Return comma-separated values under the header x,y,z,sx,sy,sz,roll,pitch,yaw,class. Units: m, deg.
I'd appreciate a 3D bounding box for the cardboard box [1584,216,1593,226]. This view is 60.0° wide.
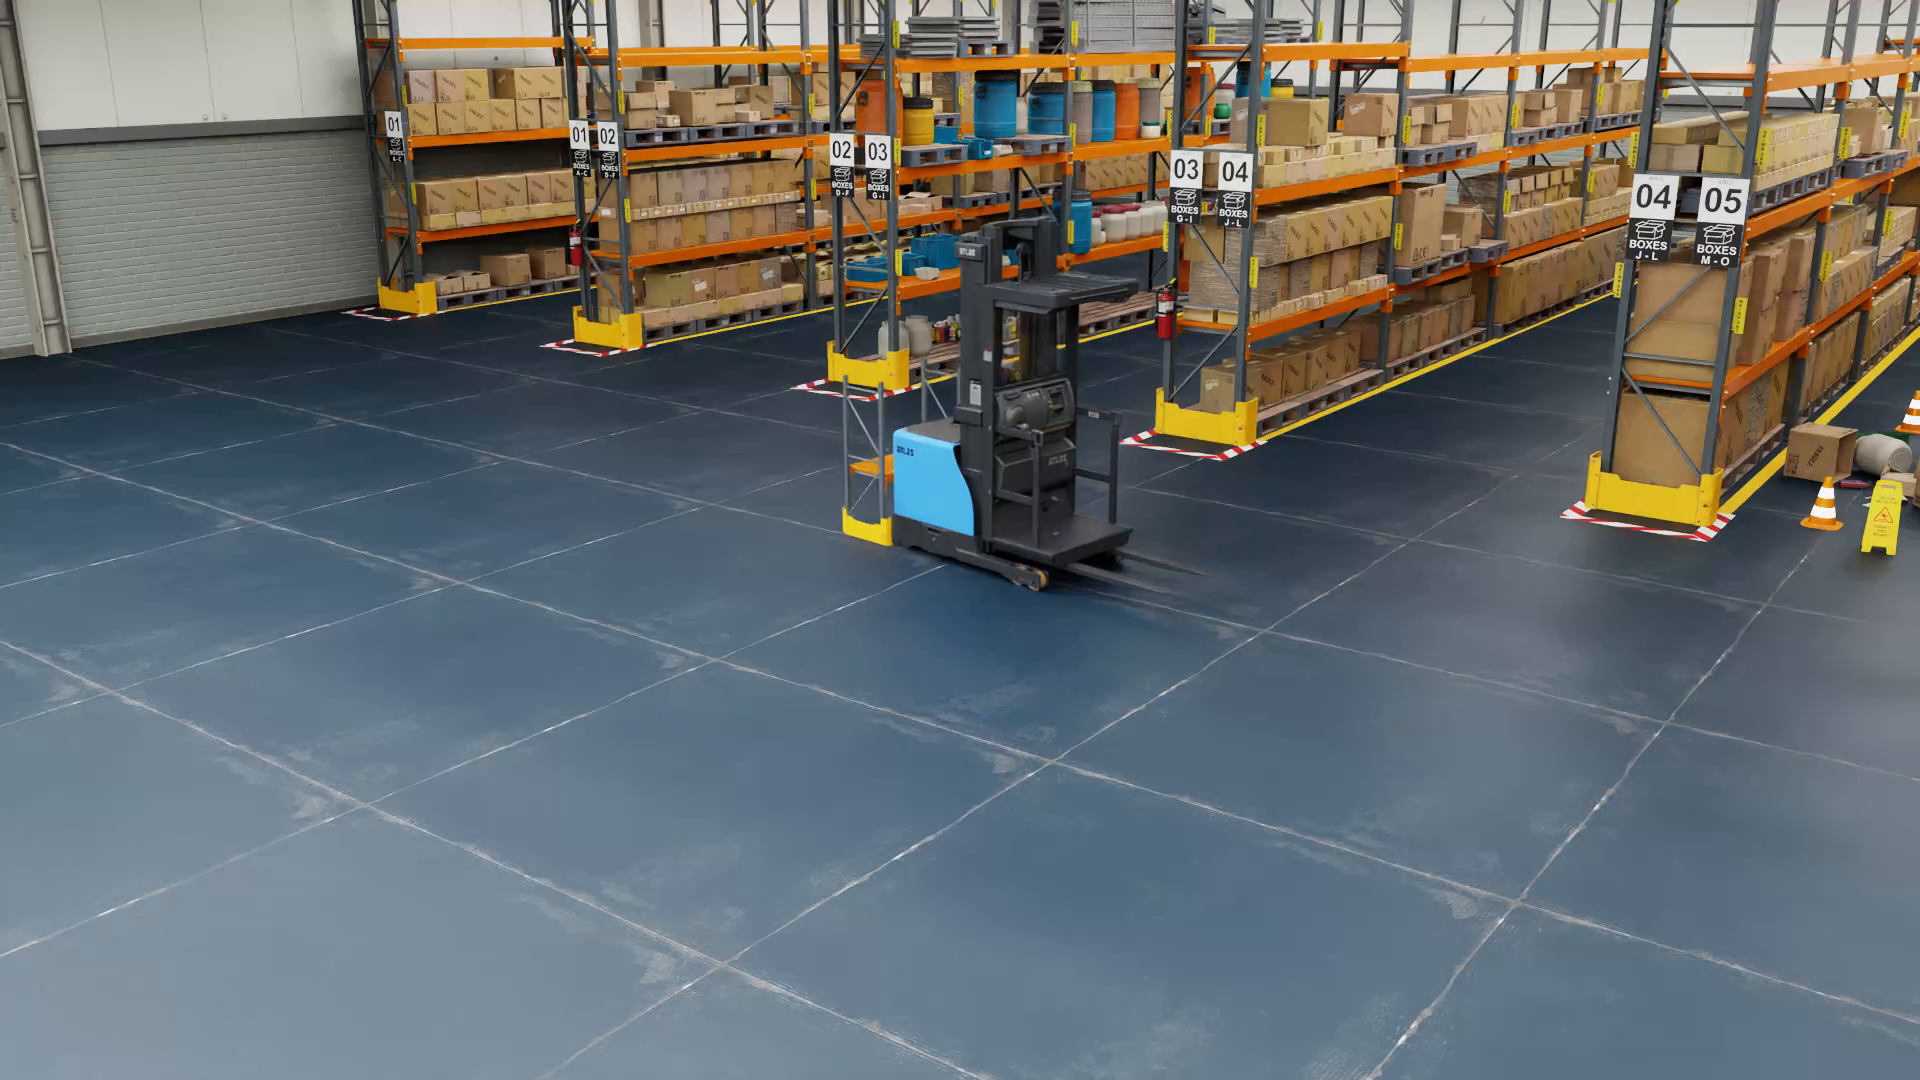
x,y,z,sx,sy,sz,roll,pitch,yaw,class
10.356,-5.350,27.845,0.380,0.149,0.250,12,21,35,cardboard box

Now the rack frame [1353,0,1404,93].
x,y,z,sx,sy,sz,roll,pitch,yaw,class
8.318,-10.152,32.766,1.000,3.000,0.127,12,21,35,rack frame

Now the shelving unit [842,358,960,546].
x,y,z,sx,sy,sz,roll,pitch,yaw,class
-0.513,-0.838,15.421,0.587,1.500,1.083,16,23,41,shelving unit

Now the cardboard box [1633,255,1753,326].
x,y,z,sx,sy,sz,roll,pitch,yaw,class
6.938,-2.369,15.746,0.875,0.550,0.550,12,21,35,cardboard box

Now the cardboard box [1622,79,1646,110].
x,y,z,sx,sy,sz,roll,pitch,yaw,class
12.029,-8.006,29.871,0.700,0.500,0.500,11,20,31,cardboard box

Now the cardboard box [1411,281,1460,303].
x,y,z,sx,sy,sz,roll,pitch,yaw,class
6.846,-3.587,23.952,0.500,0.250,0.500,16,23,41,cardboard box

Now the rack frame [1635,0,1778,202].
x,y,z,sx,sy,sz,roll,pitch,yaw,class
6.686,-4.565,14.776,1.000,3.000,0.127,12,21,35,rack frame

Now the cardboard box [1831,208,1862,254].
x,y,z,sx,sy,sz,roll,pitch,yaw,class
10.876,-3.905,20.911,0.700,0.500,0.500,12,21,34,cardboard box

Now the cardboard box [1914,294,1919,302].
x,y,z,sx,sy,sz,roll,pitch,yaw,class
14.849,-3.835,26.138,0.380,0.149,0.250,14,22,37,cardboard box

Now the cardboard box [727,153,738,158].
x,y,z,sx,sy,sz,roll,pitch,yaw,class
-4.587,-7.612,32.700,0.380,0.149,0.250,9,20,28,cardboard box

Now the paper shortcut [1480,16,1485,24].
x,y,z,sx,sy,sz,roll,pitch,yaw,class
7.894,-7.845,25.103,0.009,0.170,0.078,24,-4,30,paper shortcut

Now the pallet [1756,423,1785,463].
x,y,z,sx,sy,sz,roll,pitch,yaw,class
8.553,-1.154,18.609,1.003,0.211,1.213,12,21,35,pallet

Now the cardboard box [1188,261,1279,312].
x,y,z,sx,sy,sz,roll,pitch,yaw,class
3.112,-2.916,18.913,0.875,0.500,0.500,12,21,35,cardboard box

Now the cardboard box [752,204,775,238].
x,y,z,sx,sy,sz,roll,pitch,yaw,class
-3.376,-5.119,26.507,0.700,0.500,0.500,12,21,34,cardboard box

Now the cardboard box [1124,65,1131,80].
x,y,z,sx,sy,sz,roll,pitch,yaw,class
3.098,-9.650,34.356,0.700,0.500,0.500,12,21,35,cardboard box

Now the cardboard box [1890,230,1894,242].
x,y,z,sx,sy,sz,roll,pitch,yaw,class
12.668,-4.215,22.978,0.380,0.149,0.250,12,21,34,cardboard box

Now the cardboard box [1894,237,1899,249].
x,y,z,sx,sy,sz,roll,pitch,yaw,class
12.984,-4.198,23.427,0.380,0.149,0.250,14,22,37,cardboard box

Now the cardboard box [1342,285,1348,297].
x,y,z,sx,sy,sz,roll,pitch,yaw,class
4.586,-3.108,20.623,0.380,0.149,0.250,12,21,35,cardboard box

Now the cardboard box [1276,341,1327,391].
x,y,z,sx,sy,sz,roll,pitch,yaw,class
4.233,-2.172,20.694,0.500,0.500,0.500,10,20,30,cardboard box

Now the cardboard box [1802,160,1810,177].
x,y,z,sx,sy,sz,roll,pitch,yaw,class
8.351,-3.766,16.810,0.380,0.149,0.250,12,21,34,cardboard box

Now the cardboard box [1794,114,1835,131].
x,y,z,sx,sy,sz,roll,pitch,yaw,class
8.956,-4.391,17.475,0.380,0.149,0.250,12,21,34,cardboard box

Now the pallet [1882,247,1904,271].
x,y,z,sx,sy,sz,roll,pitch,yaw,class
12.599,-3.992,23.372,1.003,0.211,1.213,12,21,35,pallet

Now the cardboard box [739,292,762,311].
x,y,z,sx,sy,sz,roll,pitch,yaw,class
-3.501,-3.804,26.369,0.500,0.250,0.500,12,21,35,cardboard box

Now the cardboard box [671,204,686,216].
x,y,z,sx,sy,sz,roll,pitch,yaw,class
-4.327,-4.947,24.860,0.380,0.149,0.250,12,21,34,cardboard box

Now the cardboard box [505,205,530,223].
x,y,z,sx,sy,sz,roll,pitch,yaw,class
-7.717,-5.591,28.415,0.500,0.250,0.500,13,21,35,cardboard box

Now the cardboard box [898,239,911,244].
x,y,z,sx,sy,sz,roll,pitch,yaw,class
-0.972,-5.340,30.369,0.500,0.311,0.500,13,22,37,cardboard box

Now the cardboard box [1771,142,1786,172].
x,y,z,sx,sy,sz,roll,pitch,yaw,class
7.481,-3.642,15.736,0.500,0.250,0.500,12,21,34,cardboard box

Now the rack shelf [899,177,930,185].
x,y,z,sx,sy,sz,roll,pitch,yaw,class
-0.830,-8.217,37.866,1.077,0.370,4.000,12,21,35,rack shelf

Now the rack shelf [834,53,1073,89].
x,y,z,sx,sy,sz,roll,pitch,yaw,class
-0.024,-6.282,22.195,1.077,0.370,4.000,12,21,35,rack shelf

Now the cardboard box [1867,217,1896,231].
x,y,z,sx,sy,sz,roll,pitch,yaw,class
12.665,-4.359,22.942,0.380,0.149,0.250,13,22,36,cardboard box

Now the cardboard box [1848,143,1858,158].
x,y,z,sx,sy,sz,roll,pitch,yaw,class
10.113,-4.501,19.176,0.380,0.149,0.250,12,21,35,cardboard box

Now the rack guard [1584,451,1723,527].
x,y,z,sx,sy,sz,roll,pitch,yaw,class
6.671,-0.500,16.018,1.175,0.500,0.348,12,21,35,rack guard

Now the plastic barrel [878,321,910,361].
x,y,z,sx,sy,sz,roll,pitch,yaw,class
-0.885,-2.658,22.239,0.421,0.512,0.421,0,17,0,plastic barrel

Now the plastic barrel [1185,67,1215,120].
x,y,z,sx,sy,sz,roll,pitch,yaw,class
3.892,-7.354,27.383,0.600,0.830,0.708,12,21,35,plastic barrel

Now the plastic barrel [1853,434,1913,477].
x,y,z,sx,sy,sz,roll,pitch,yaw,class
9.625,-0.881,17.373,0.421,0.421,0.512,-4,18,-13,plastic barrel

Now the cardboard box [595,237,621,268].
x,y,z,sx,sy,sz,roll,pitch,yaw,class
-6.363,-5.374,30.969,0.700,0.500,0.500,13,22,37,cardboard box

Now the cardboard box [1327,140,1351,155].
x,y,z,sx,sy,sz,roll,pitch,yaw,class
4.403,-4.661,19.725,0.380,0.149,0.250,14,22,37,cardboard box

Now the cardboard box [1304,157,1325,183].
x,y,z,sx,sy,sz,roll,pitch,yaw,class
3.858,-4.272,19.143,0.500,0.250,0.500,12,21,34,cardboard box

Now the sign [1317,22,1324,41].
x,y,z,sx,sy,sz,roll,pitch,yaw,class
6.375,-9.001,29.415,0.100,0.325,0.005,12,21,35,sign

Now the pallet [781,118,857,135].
x,y,z,sx,sy,sz,roll,pitch,yaw,class
-2.293,-6.858,27.541,0.805,0.209,1.217,11,21,33,pallet

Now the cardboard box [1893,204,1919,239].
x,y,z,sx,sy,sz,roll,pitch,yaw,class
14.333,-4.821,25.047,0.500,0.500,0.500,12,21,34,cardboard box

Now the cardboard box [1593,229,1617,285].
x,y,z,sx,sy,sz,roll,pitch,yaw,class
10.906,-5.002,29.173,0.875,0.875,0.875,12,21,35,cardboard box

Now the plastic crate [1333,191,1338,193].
x,y,z,sx,sy,sz,roll,pitch,yaw,class
6.992,-6.637,31.663,0.437,0.282,0.530,12,21,35,plastic crate

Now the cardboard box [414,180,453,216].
x,y,z,sx,sy,sz,roll,pitch,yaw,class
-8.646,-5.583,27.125,0.500,0.500,0.500,12,21,35,cardboard box

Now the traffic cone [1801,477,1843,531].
x,y,z,sx,sy,sz,roll,pitch,yaw,class
8.142,-0.364,15.642,0.336,0.463,0.334,12,21,35,traffic cone

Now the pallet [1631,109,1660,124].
x,y,z,sx,sy,sz,roll,pitch,yaw,class
11.862,-7.623,29.831,1.003,0.211,1.213,12,21,35,pallet

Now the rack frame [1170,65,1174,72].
x,y,z,sx,sy,sz,roll,pitch,yaw,class
4.342,-11.028,35.588,1.000,3.000,0.127,12,21,35,rack frame

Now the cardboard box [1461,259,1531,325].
x,y,z,sx,sy,sz,roll,pitch,yaw,class
7.957,-3.852,25.472,1.225,0.875,0.875,11,21,32,cardboard box

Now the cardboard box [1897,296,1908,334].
x,y,z,sx,sy,sz,roll,pitch,yaw,class
13.597,-3.344,24.467,0.500,0.500,0.500,12,21,34,cardboard box

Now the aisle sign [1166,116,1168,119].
x,y,z,sx,sy,sz,roll,pitch,yaw,class
4.629,-9.366,35.970,0.394,0.787,0.004,12,21,35,aisle sign

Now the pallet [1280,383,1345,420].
x,y,z,sx,sy,sz,roll,pitch,yaw,class
4.047,-1.763,20.572,1.003,0.211,1.213,12,21,35,pallet

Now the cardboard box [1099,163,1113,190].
x,y,z,sx,sy,sz,roll,pitch,yaw,class
2.784,-7.453,34.025,0.500,0.500,0.500,13,21,36,cardboard box

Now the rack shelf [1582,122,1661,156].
x,y,z,sx,sy,sz,roll,pitch,yaw,class
11.104,-7.024,28.965,1.077,0.370,4.000,12,21,35,rack shelf

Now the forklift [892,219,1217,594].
x,y,z,sx,sy,sz,roll,pitch,yaw,class
0.791,-1.150,14.011,3.031,2.935,1.130,16,24,42,forklift
